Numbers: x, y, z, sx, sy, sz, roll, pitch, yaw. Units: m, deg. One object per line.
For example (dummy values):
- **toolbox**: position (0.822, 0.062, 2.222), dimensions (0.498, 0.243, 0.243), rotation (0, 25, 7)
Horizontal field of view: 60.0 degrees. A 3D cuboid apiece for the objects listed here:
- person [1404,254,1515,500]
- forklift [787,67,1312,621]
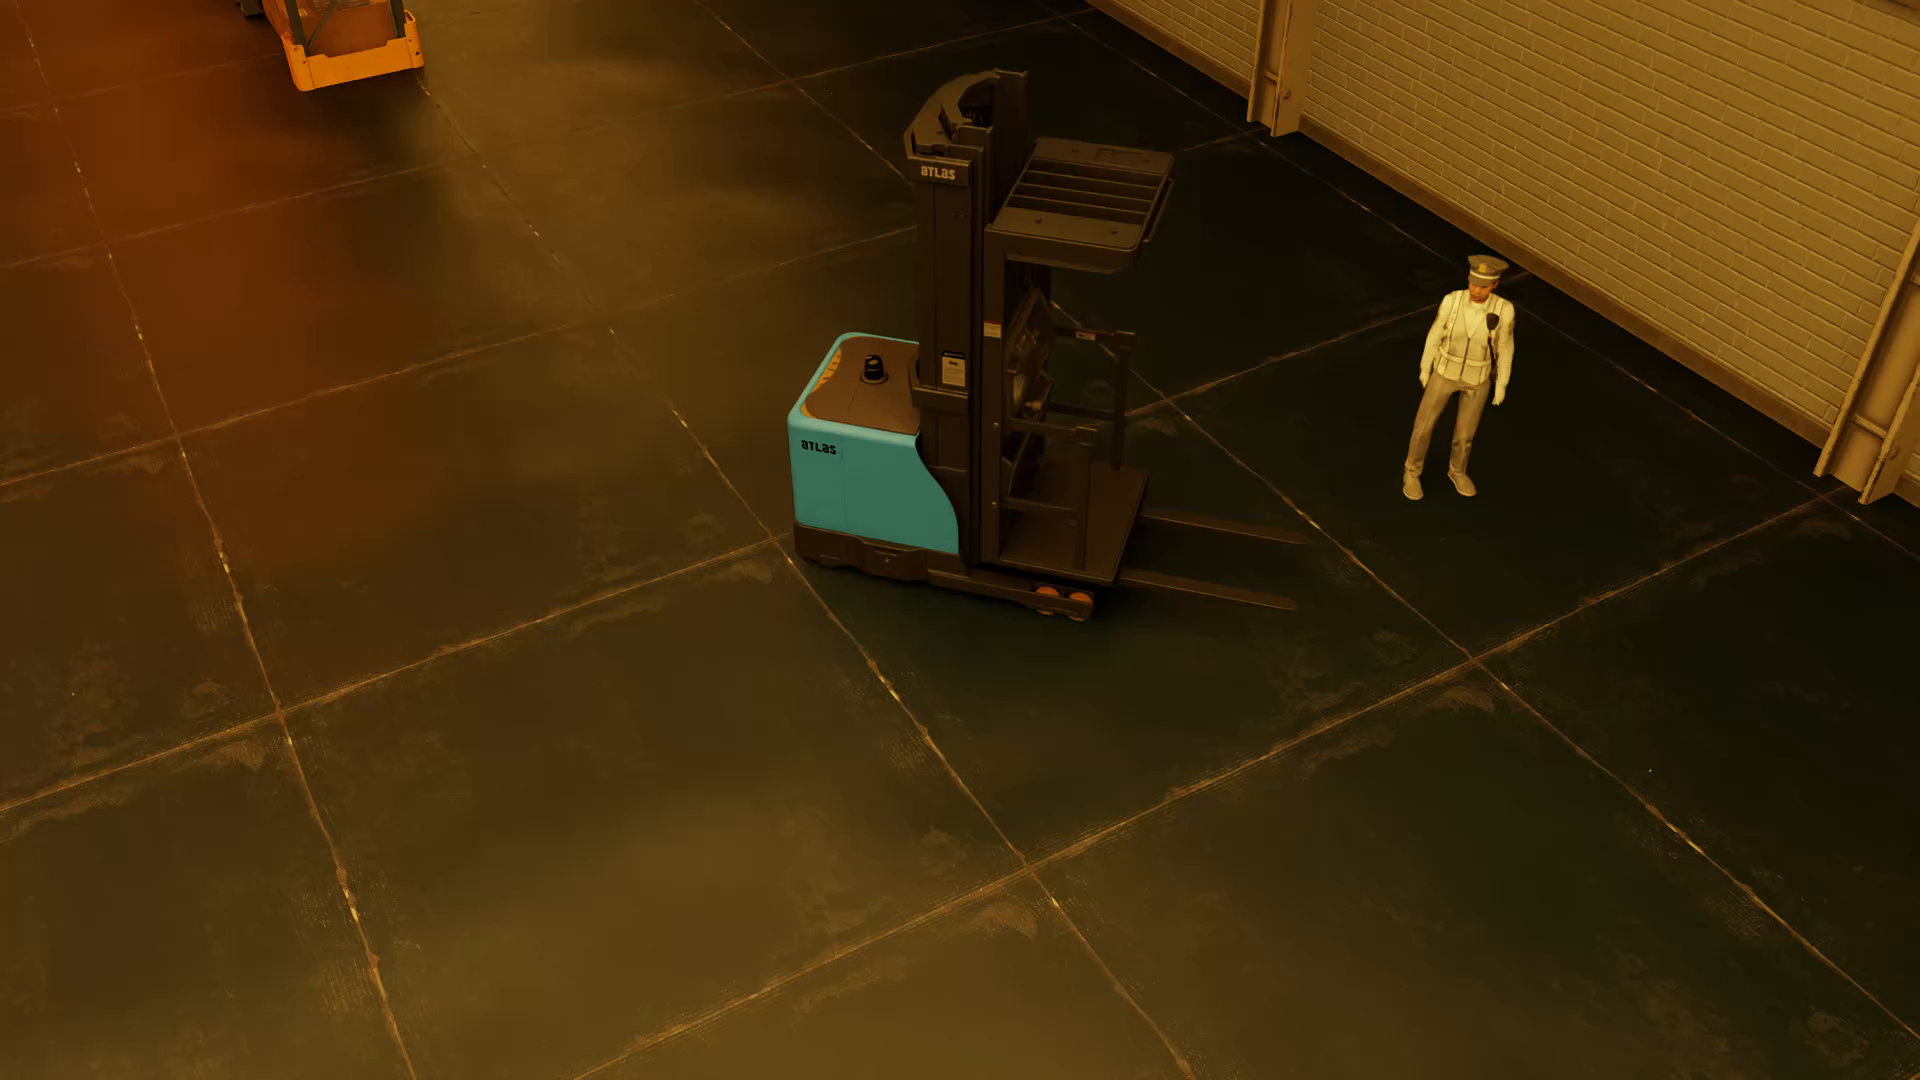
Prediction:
- **person**: position (3.081, -0.977, 10.213), dimensions (0.545, 1.671, 0.414), rotation (16, 42, 18)
- **forklift**: position (0.568, -1.035, 9.283), dimensions (3.031, 2.935, 1.130), rotation (11, 41, 13)
